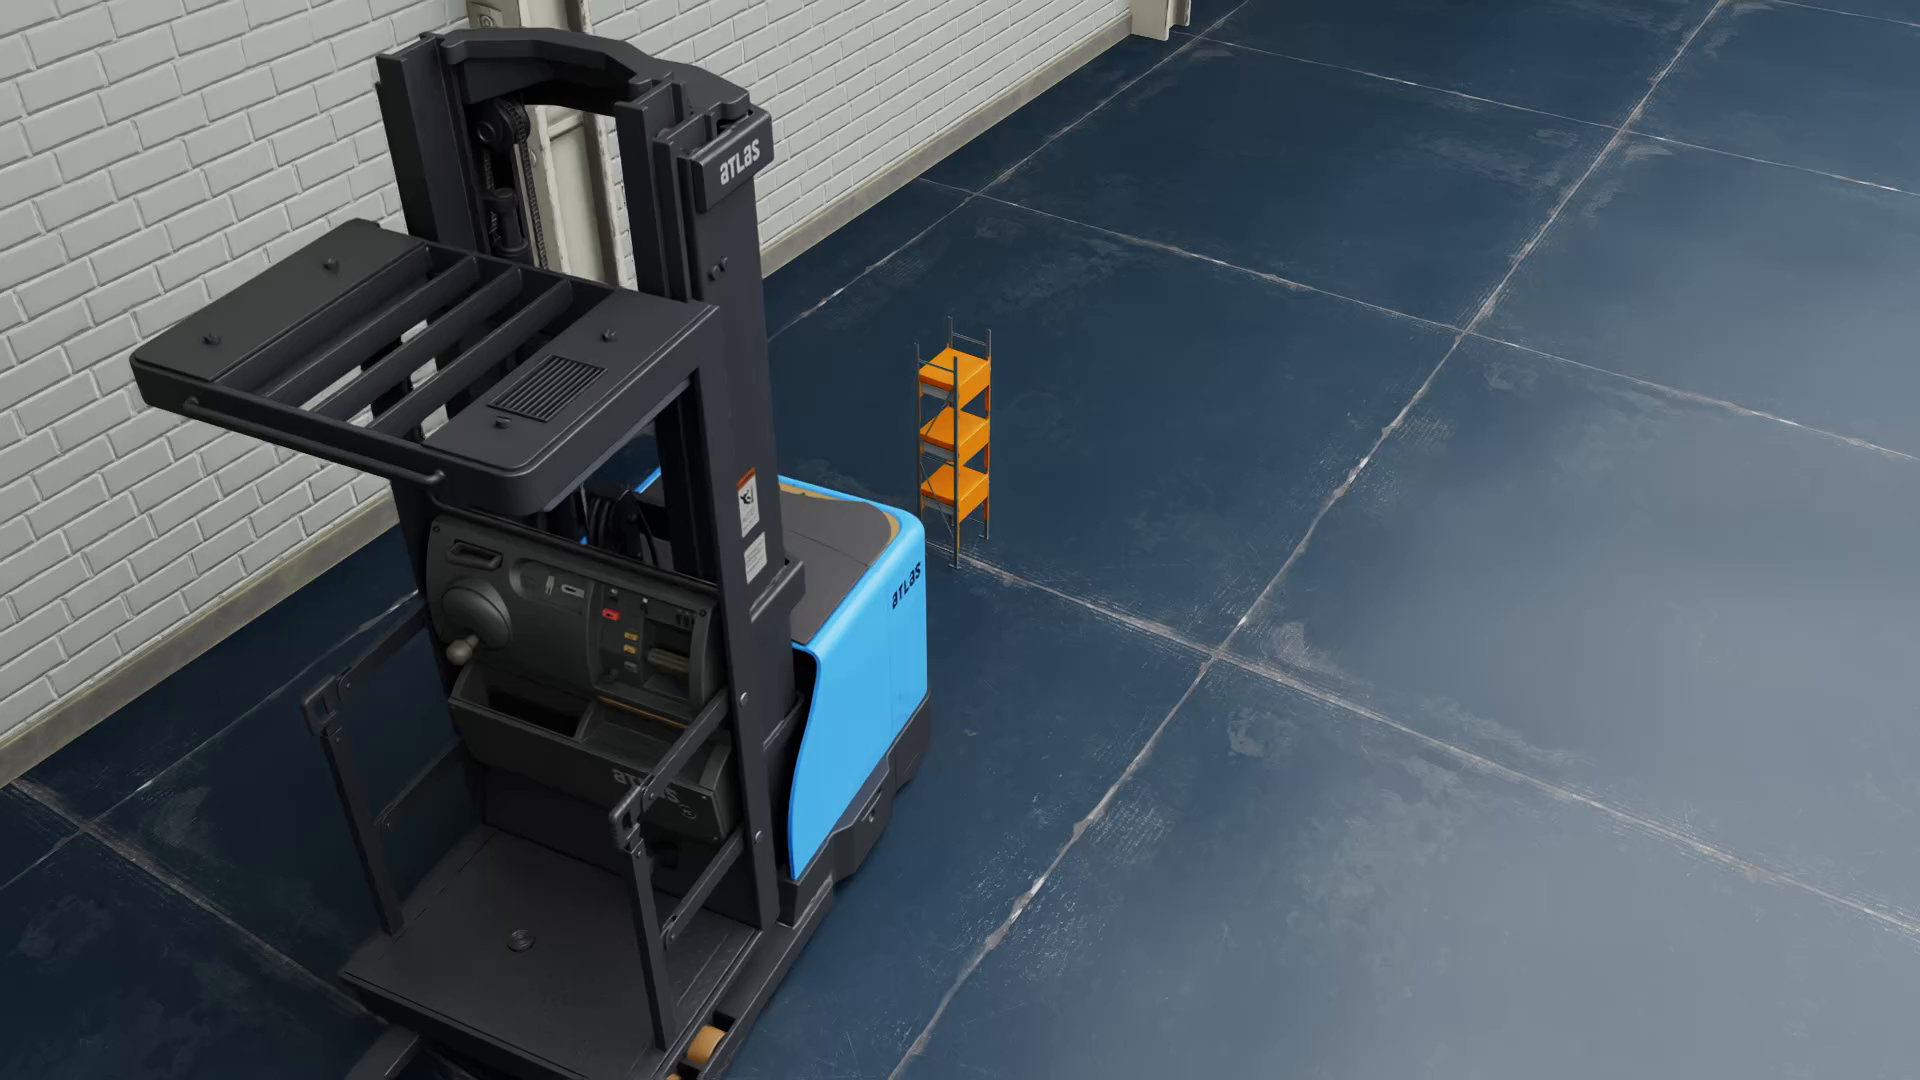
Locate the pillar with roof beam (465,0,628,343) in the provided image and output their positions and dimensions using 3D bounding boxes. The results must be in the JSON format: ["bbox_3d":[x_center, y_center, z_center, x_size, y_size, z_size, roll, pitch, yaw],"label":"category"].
[{"bbox_3d":[1.860,-2.778,3.483,9.100,9.000,0.400,21,42,25],"label":"pillar with roof beam"}]

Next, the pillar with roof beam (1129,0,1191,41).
[{"bbox_3d":[5.075,-5.871,7.496,9.100,9.000,0.400,21,42,25],"label":"pillar with roof beam"}]

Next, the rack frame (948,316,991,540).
[{"bbox_3d":[0.037,-0.451,6.975,0.200,1.050,0.008,21,42,25],"label":"rack frame"}]

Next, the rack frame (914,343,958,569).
[{"bbox_3d":[-0.094,-0.325,6.812,0.200,1.050,0.008,21,42,25],"label":"rack frame"}]

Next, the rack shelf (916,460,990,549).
[{"bbox_3d":[-0.029,-0.160,7.070,0.215,0.259,0.240,21,42,25],"label":"rack shelf"}]

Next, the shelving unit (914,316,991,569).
[{"bbox_3d":[-0.029,-0.388,6.894,0.215,1.050,0.252,21,42,25],"label":"shelving unit"}]

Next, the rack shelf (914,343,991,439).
[{"bbox_3d":[-0.029,-0.605,6.727,0.215,0.259,0.240,21,42,25],"label":"rack shelf"}]

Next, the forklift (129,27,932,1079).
[{"bbox_3d":[-1.181,0.297,4.464,1.130,2.935,3.031,16,40,19],"label":"forklift"}]

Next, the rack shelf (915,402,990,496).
[{"bbox_3d":[-0.029,-0.380,6.900,0.215,0.259,0.240,21,42,25],"label":"rack shelf"}]
